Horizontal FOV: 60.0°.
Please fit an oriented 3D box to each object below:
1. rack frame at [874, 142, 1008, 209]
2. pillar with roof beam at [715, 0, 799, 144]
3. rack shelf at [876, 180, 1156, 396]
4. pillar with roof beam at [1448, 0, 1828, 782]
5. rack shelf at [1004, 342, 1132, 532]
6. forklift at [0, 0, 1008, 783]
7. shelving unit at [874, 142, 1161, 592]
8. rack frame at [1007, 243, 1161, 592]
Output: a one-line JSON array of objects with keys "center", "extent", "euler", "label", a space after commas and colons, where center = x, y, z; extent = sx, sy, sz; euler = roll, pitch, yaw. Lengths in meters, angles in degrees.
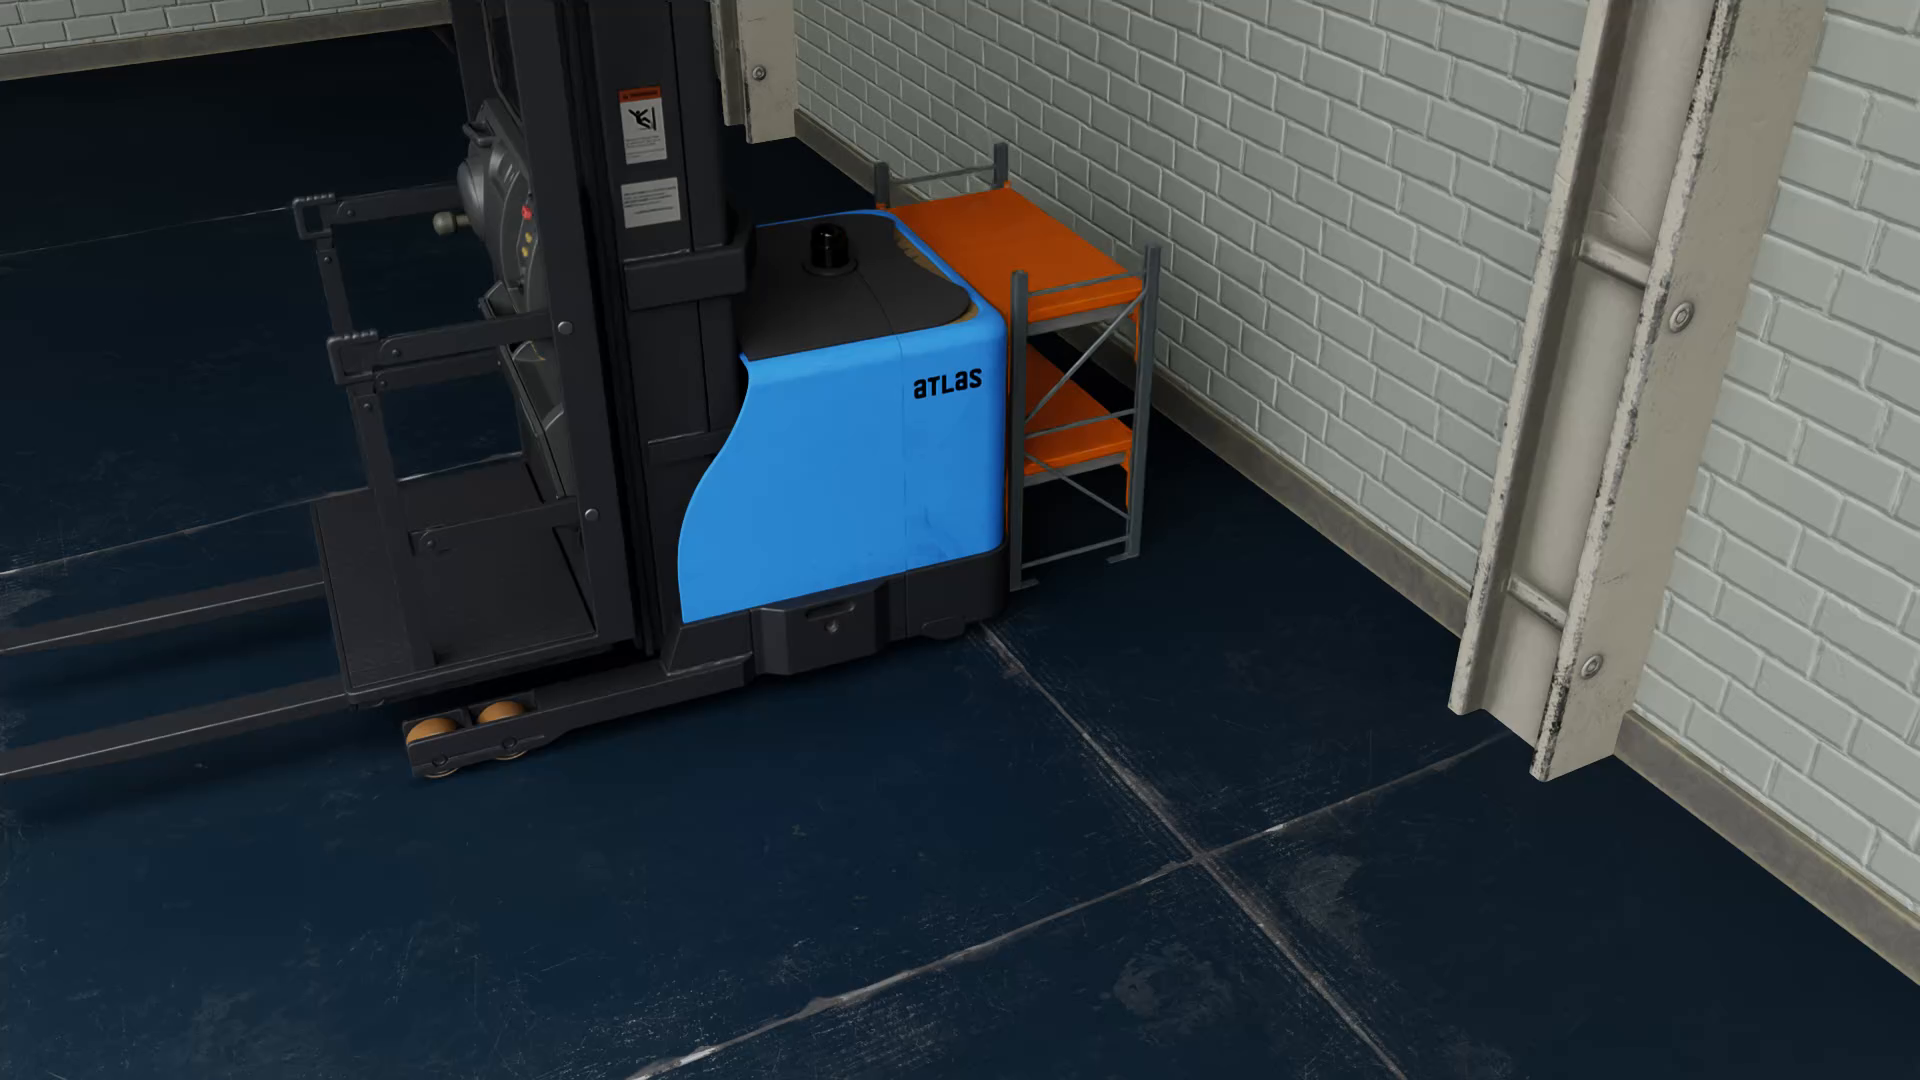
[{"center": [-0.063, -0.861, 6.051], "extent": [0.500, 1.125, 0.032], "euler": [-15, 35, -22], "label": "rack frame"}, {"center": [-4.922, -5.019, 5.243], "extent": [9.100, 9.000, 0.400], "euler": [-16, 36, -23], "label": "pillar with roof beam"}, {"center": [0.159, -0.861, 5.508], "extent": [0.538, 0.278, 1.000], "euler": [-15, 35, -22], "label": "rack shelf"}, {"center": [-2.124, -2.156, 0.773], "extent": [9.100, 9.000, 0.400], "euler": [-16, 36, -23], "label": "pillar with roof beam"}, {"center": [0.159, -0.409, 5.798], "extent": [0.538, 0.278, 1.000], "euler": [-15, 35, -22], "label": "rack shelf"}, {"center": [-1.415, -0.887, 4.418], "extent": [3.031, 2.935, 1.130], "euler": [-13, 35, -19], "label": "forklift"}, {"center": [0.159, -0.614, 5.666], "extent": [0.538, 1.125, 1.048], "euler": [-15, 35, -22], "label": "shelving unit"}, {"center": [0.381, -0.368, 5.281], "extent": [0.500, 1.125, 0.032], "euler": [-15, 35, -22], "label": "rack frame"}]
